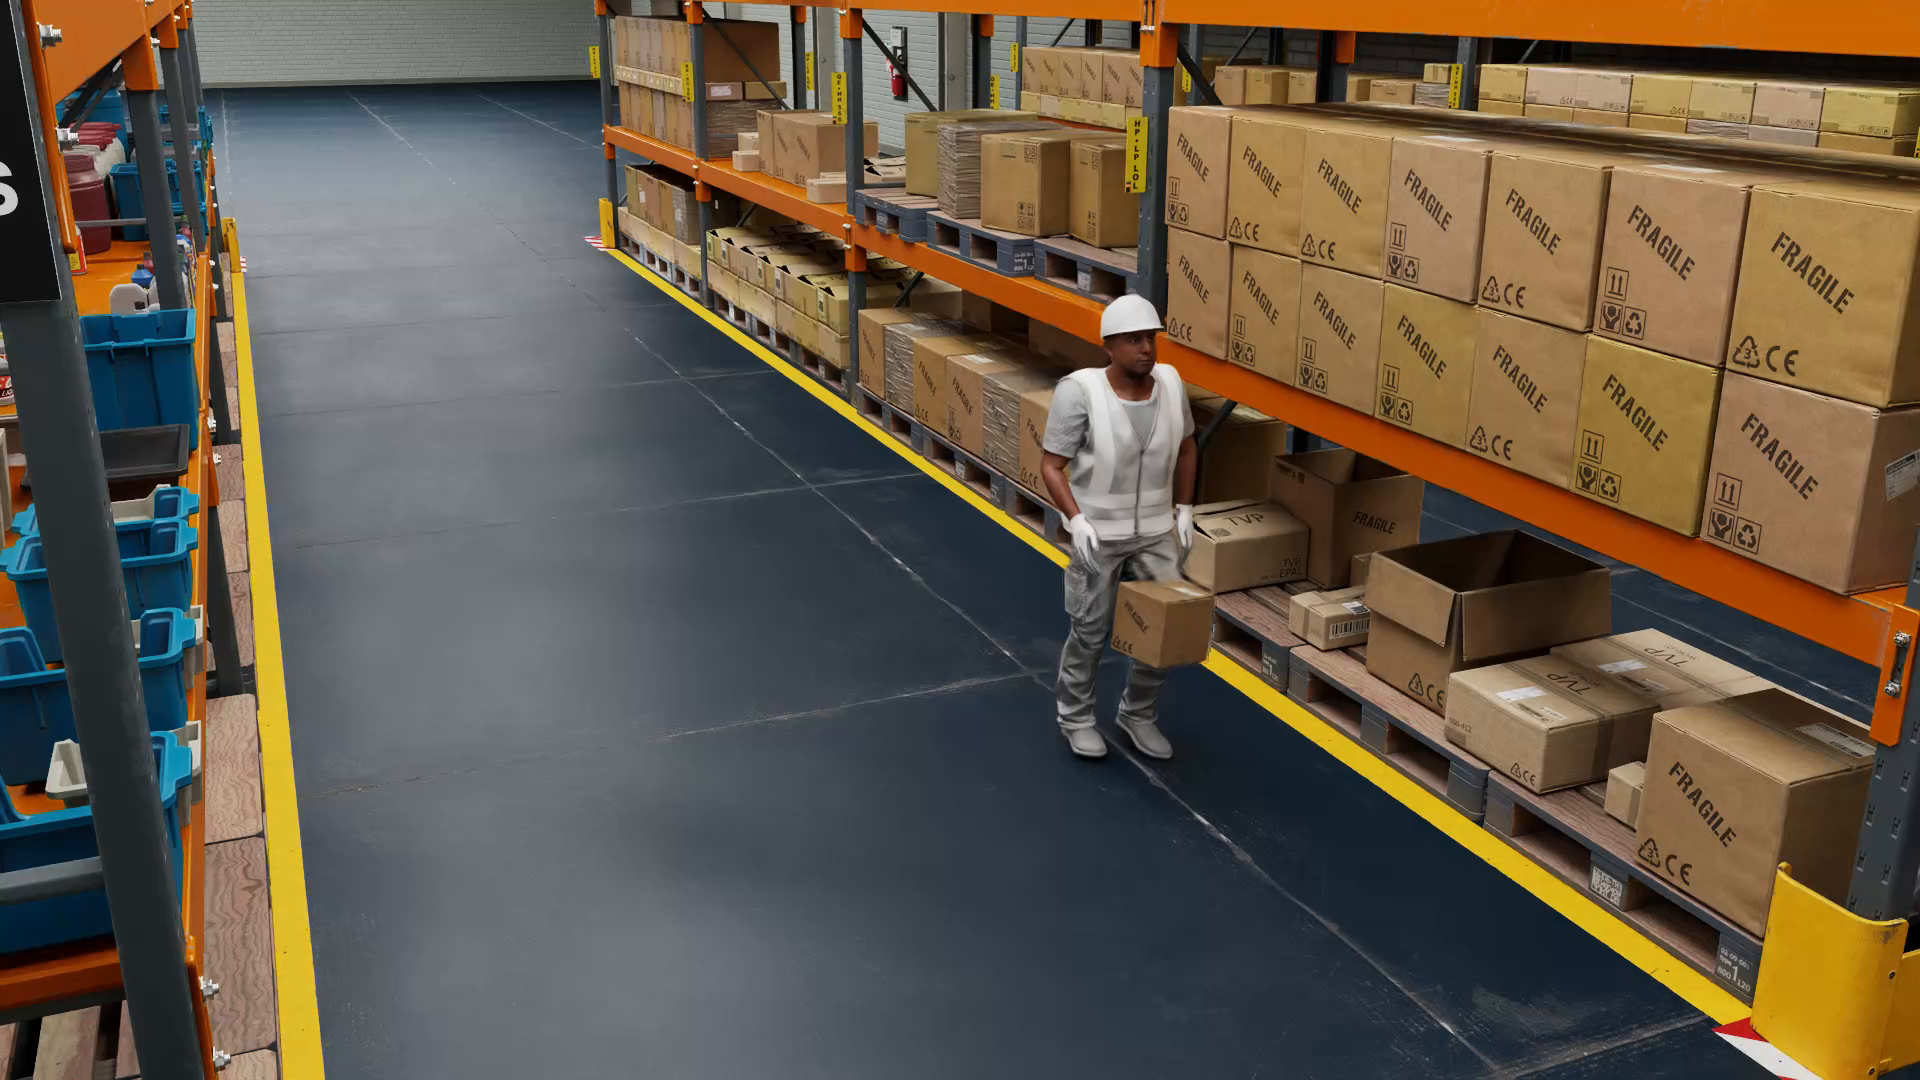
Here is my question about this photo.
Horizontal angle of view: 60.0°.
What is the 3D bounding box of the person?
[{"bbox_3d":[0.613,-0.019,6.105,0.646,1.771,0.509,-7,20,-20],"label":"person"}]
